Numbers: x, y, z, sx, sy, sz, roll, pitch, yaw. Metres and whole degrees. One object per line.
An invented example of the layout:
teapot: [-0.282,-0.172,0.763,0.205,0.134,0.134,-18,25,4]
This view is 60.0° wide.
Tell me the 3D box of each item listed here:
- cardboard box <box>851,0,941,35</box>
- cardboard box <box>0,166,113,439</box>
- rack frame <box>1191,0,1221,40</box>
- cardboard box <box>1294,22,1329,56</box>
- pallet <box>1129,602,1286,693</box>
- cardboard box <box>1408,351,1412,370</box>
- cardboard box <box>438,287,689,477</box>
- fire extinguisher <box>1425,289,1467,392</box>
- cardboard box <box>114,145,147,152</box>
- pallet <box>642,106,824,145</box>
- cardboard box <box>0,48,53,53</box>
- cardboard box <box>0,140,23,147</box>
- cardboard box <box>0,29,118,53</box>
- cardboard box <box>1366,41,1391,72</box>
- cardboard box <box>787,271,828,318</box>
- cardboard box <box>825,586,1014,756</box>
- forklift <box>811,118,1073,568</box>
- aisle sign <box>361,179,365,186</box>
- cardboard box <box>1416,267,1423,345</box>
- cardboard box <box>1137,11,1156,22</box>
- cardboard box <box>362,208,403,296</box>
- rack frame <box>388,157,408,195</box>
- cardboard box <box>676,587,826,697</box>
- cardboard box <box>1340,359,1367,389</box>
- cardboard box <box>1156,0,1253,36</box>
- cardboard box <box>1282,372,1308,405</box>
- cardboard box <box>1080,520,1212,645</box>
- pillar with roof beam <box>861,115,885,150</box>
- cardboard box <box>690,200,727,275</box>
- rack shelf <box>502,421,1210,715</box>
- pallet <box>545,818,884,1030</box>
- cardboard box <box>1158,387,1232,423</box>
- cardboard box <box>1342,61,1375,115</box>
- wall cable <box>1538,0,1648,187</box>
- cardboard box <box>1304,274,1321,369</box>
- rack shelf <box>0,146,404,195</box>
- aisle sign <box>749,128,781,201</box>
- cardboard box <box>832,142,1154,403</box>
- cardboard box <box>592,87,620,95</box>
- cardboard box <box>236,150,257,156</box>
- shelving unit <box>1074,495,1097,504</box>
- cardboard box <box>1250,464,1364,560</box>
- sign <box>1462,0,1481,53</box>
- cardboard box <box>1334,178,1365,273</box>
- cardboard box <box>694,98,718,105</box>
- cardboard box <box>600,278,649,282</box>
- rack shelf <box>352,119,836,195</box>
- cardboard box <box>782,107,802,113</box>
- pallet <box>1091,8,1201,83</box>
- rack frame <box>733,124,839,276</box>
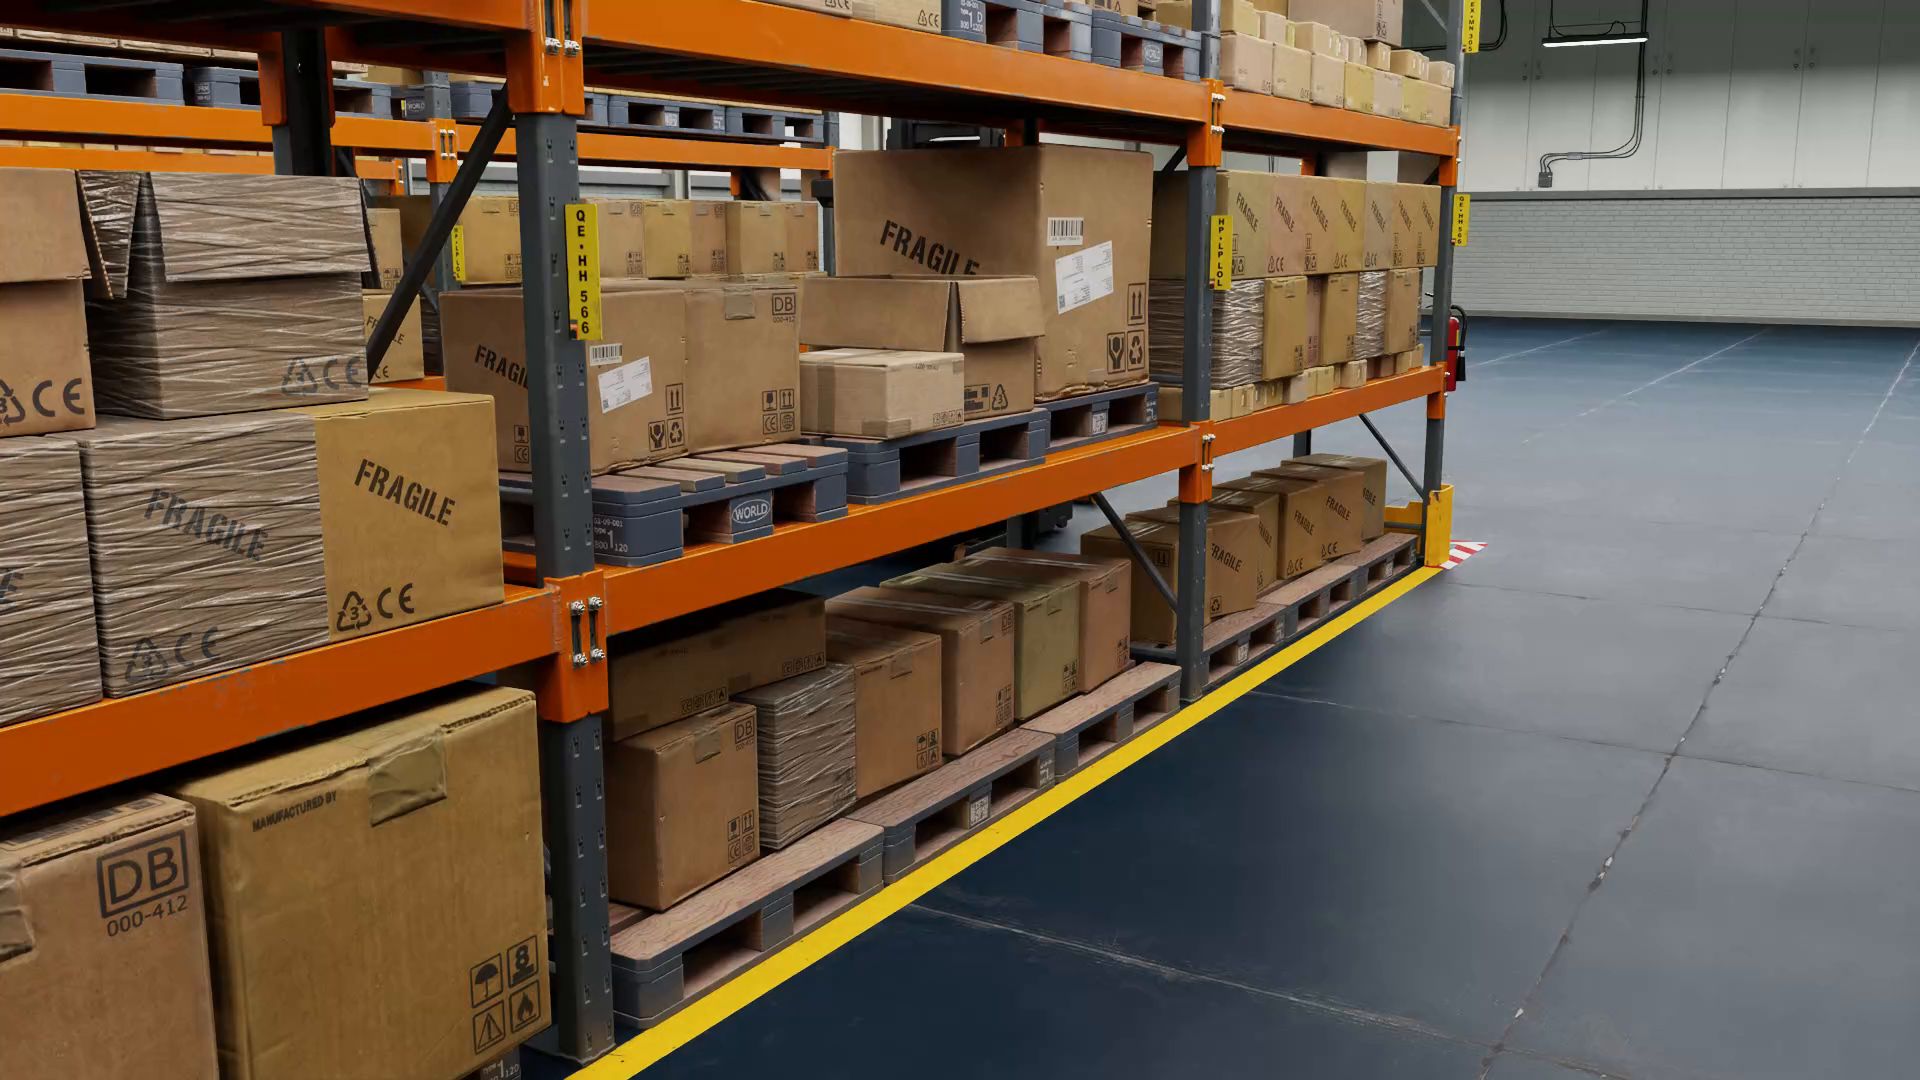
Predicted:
cardboard box: [-0.403,-1.746,5.299,0.500,0.250,0.500,7,13,32]
cardboard box: [-2.125,-0.460,3.175,0.797,0.503,0.637,7,13,32]
rack frame: [0.686,-3.711,7.237,1.000,3.000,0.127,6,12,31]
cardboard box: [1.661,-2.546,8.489,0.380,0.149,0.250,6,12,30]
pallet: [1.005,0.499,8.628,1.003,0.211,1.213,6,12,31]
cardboard box: [2.661,-1.164,10.618,0.380,0.149,0.250,6,12,31]
cardboard box: [-1.144,-0.478,4.855,0.500,0.500,0.500,5,12,24]
fire extinguisher: [3.216,-1.327,11.018,0.296,0.674,0.183,6,12,31]
cardboard box: [-6.882,-3.248,13.595,0.380,0.149,0.250,6,12,29]
pallet: [-1.800,-3.194,12.869,1.003,0.211,1.213,6,12,31]
cardboard box: [-4.914,-2.702,8.315,0.500,0.500,0.500,6,12,31]
cardboard box: [-7.408,-3.086,12.732,0.380,0.149,0.250,6,12,30]
cardboard box: [-4.487,-2.562,8.077,0.500,0.311,0.500,6,12,30]
cardboard box: [2.204,-2.711,9.369,0.380,0.149,0.250,6,12,28]
cardboard box: [-1.578,-1.892,13.417,0.875,0.550,0.550,6,12,31]
cardboard box: [-0.205,0.506,6.613,0.700,0.500,0.500,5,12,26]
forklift: [-0.286,-1.338,11.053,1.130,2.935,3.031,5,12,27]
aisle sign: [-5.940,-3.655,16.178,0.394,0.787,0.004,6,12,31]
cardboard box: [2.454,-1.503,10.665,0.875,0.500,0.500,6,12,31]
cardboard box: [0.825,-2.471,8.089,0.380,0.149,0.250,7,12,31]
cardboard box: [-3.753,-1.714,9.884,0.700,0.500,0.500,6,12,30]
rack frame: [-5.707,-2.338,16.207,1.000,3.000,0.127,6,12,31]
cardboard box: [-0.802,0.318,5.578,0.500,0.250,0.500,8,13,37]
cardboard box: [2.102,-0.957,9.514,0.380,0.149,0.250,6,12,31]
cardboard box: [1.118,-2.381,7.606,0.380,0.149,0.250,6,12,29]
cardboard box: [1.589,-0.800,8.671,0.380,0.149,0.250,6,12,31]
cardboard box: [0.928,0.201,8.296,0.500,0.500,0.500,6,12,29]
pillar with roof beam: [1.942,-8.157,30.984,9.100,9.000,0.548,6,12,31]
cardboard box: [-2.263,-2.261,12.450,0.875,0.550,0.550,6,12,31]
rack shelf: [-0.352,-0.094,6.175,1.077,0.370,4.000,6,12,31]
pallet: [-0.984,1.115,5.341,1.003,0.211,1.213,6,12,31]
cardboard box: [1.055,-0.644,7.839,0.380,0.149,0.250,6,12,31]
cardboard box: [1.943,-2.454,9.080,0.500,0.250,0.500,6,12,30]
wall cable: [15.258,-11.554,39.891,2.305,6.003,0.169,6,12,31]
cardboard box: [1.436,-1.186,8.973,0.875,0.500,0.500,6,12,31]
rack shelf: [-6.745,-3.144,14.317,1.077,0.370,4.000,6,12,31]
aisle sign: [-1.643,-3.199,13.739,0.394,0.787,0.004,6,12,31]
cardboard box: [0.154,-1.152,7.099,1.000,1.000,1.000,6,12,31]
cardboard box: [-2.494,-3.044,11.093,0.380,0.149,0.250,6,12,30]
cardboard box: [-6.342,-3.408,14.450,0.380,0.149,0.250,6,12,29]
shelving unit: [0.634,-0.978,13.017,0.587,1.500,1.083,5,12,27]
cardboard box: [2.143,-0.175,10.305,0.500,0.500,0.500,-10,14,-43]
sign: [3.227,-3.245,10.492,0.100,0.325,0.005,6,12,31]
cardboard box: [1.905,-1.733,9.175,0.500,0.500,0.500,6,12,31]
cardboard box: [-1.967,-3.203,11.945,0.380,0.149,0.250,6,12,31]
cardboard box: [-2.672,-1.547,11.575,0.875,0.550,0.550,6,12,31]
rack shelf: [-2.462,-2.687,11.876,1.077,0.370,4.000,6,12,31]
cardboard box: [-1.438,-3.363,12.801,0.380,0.149,0.250,7,12,31]
pallet: [0.275,-2.057,7.066,1.213,0.211,1.003,6,12,31]
rack frame: [-1.424,-1.881,13.766,1.000,3.000,0.127,6,12,31]
